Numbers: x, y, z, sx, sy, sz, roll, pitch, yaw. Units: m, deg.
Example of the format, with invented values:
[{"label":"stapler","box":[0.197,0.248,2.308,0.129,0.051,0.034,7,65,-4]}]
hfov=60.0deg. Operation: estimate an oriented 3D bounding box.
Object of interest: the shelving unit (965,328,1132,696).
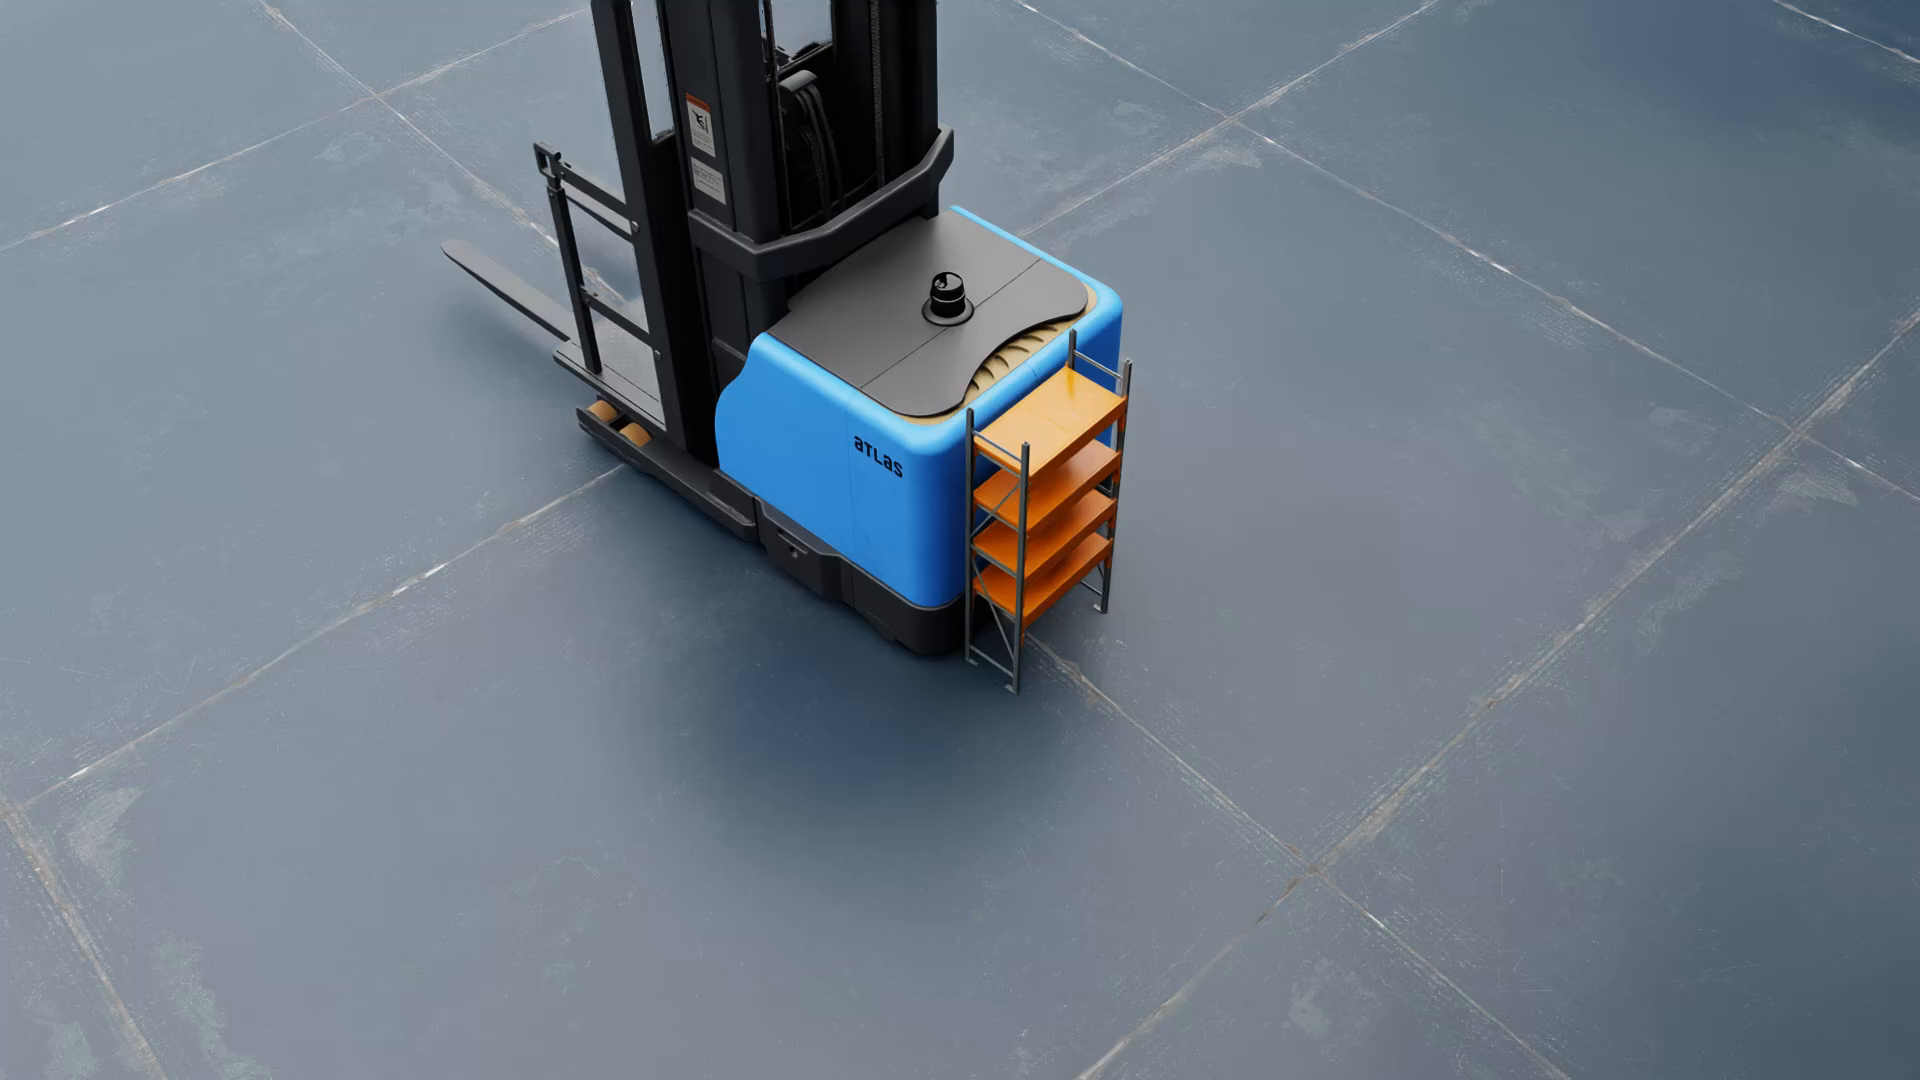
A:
[{"label":"shelving unit","box":[0.275,-0.064,5.493,0.258,1.200,0.503,33,56,27]}]

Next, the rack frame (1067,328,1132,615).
[{"label":"rack frame","box":[0.437,-0.198,5.616,0.240,1.200,0.015,33,56,27]}]

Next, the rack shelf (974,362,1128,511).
[{"label":"rack shelf","box":[0.275,-0.330,5.204,0.258,0.148,0.480,33,56,27]}]

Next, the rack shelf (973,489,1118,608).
[{"label":"rack shelf","box":[0.275,-0.018,5.542,0.258,0.148,0.480,33,56,27]}]

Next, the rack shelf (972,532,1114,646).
[{"label":"rack shelf","box":[0.275,0.116,5.688,0.258,0.148,0.480,33,56,27]}]

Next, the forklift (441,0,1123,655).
[{"label":"forklift","box":[-0.871,-1.543,5.679,3.031,2.935,1.130,33,56,27]}]

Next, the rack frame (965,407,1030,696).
[{"label":"rack frame","box":[0.112,0.069,5.369,0.240,1.200,0.015,33,56,27]}]

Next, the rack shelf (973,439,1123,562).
[{"label":"rack shelf","box":[0.275,-0.170,5.378,0.258,0.148,0.480,33,56,27]}]
